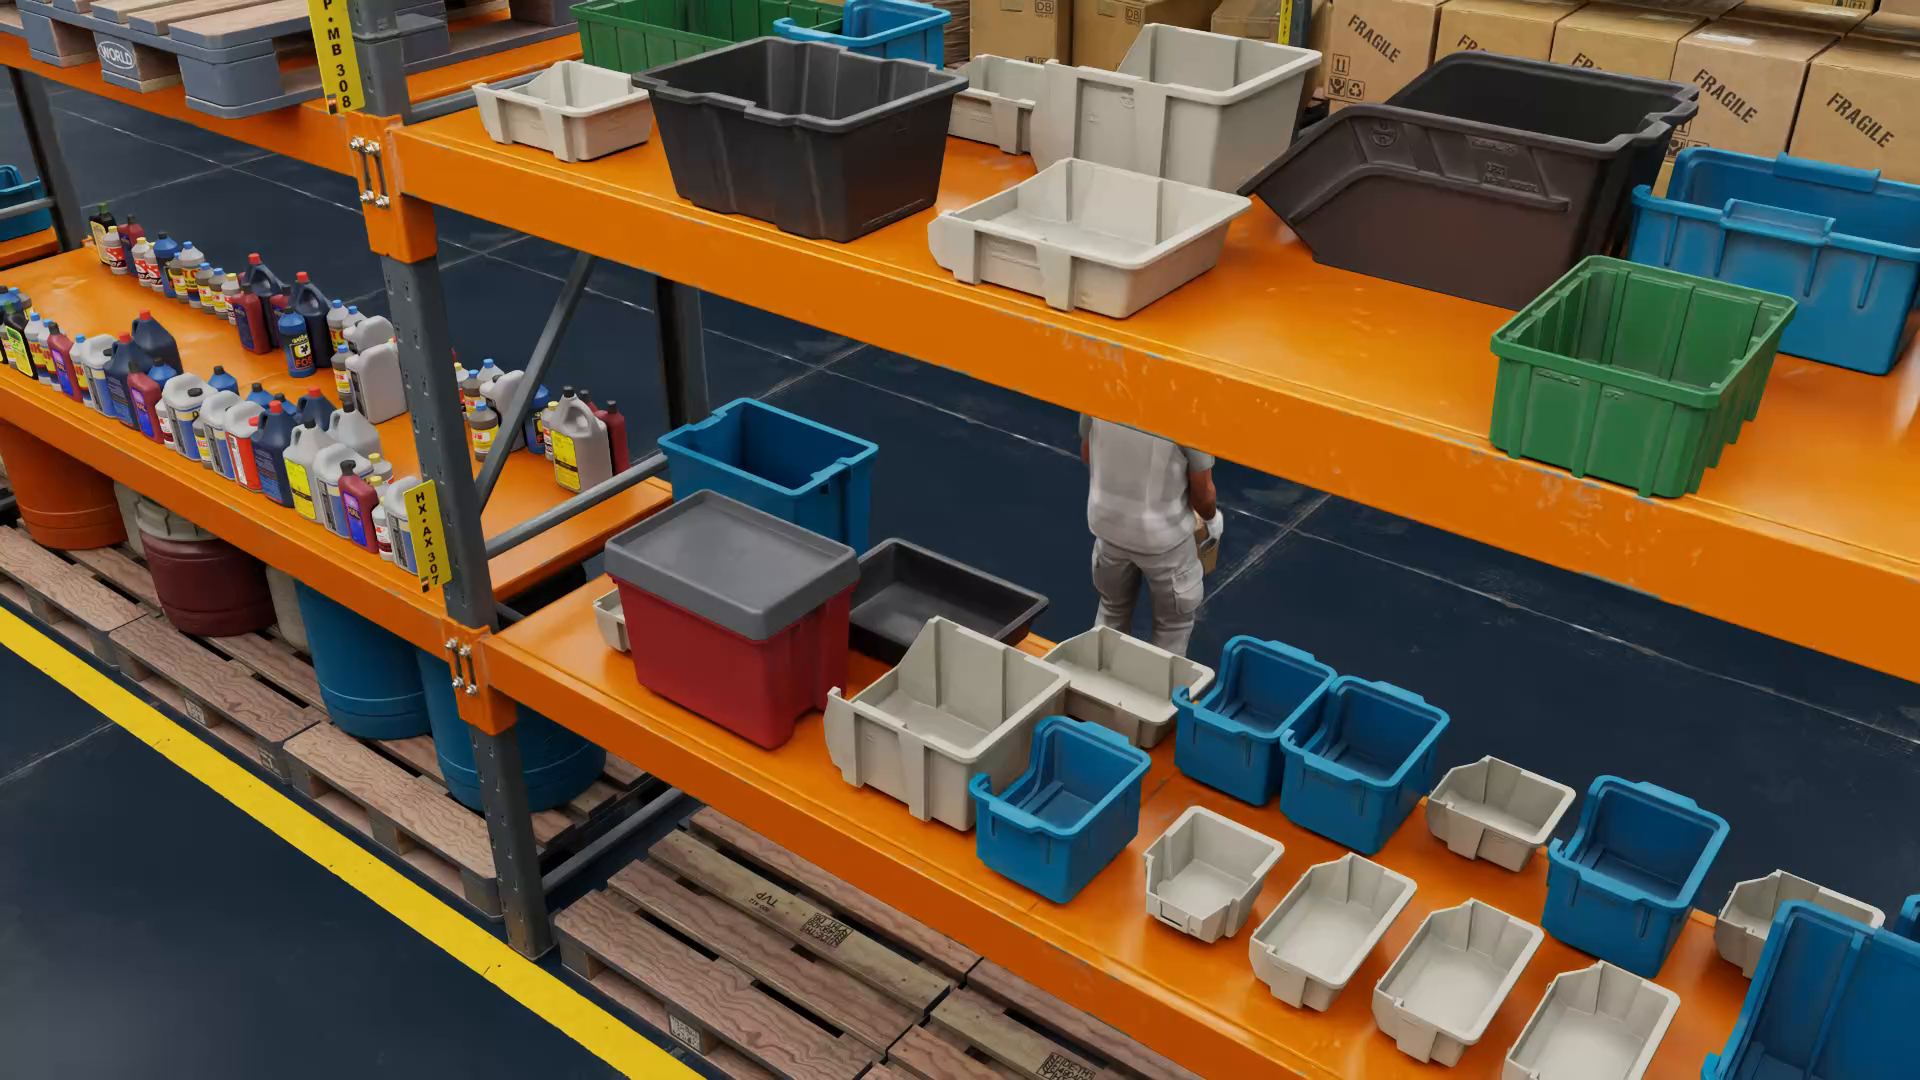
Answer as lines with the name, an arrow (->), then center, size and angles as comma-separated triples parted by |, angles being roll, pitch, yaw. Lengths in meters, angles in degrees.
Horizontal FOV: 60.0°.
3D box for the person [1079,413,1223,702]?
person -> 0.695, -0.059, 6.209 | 0.541, 1.789, 0.425 | 20, 36, 30
